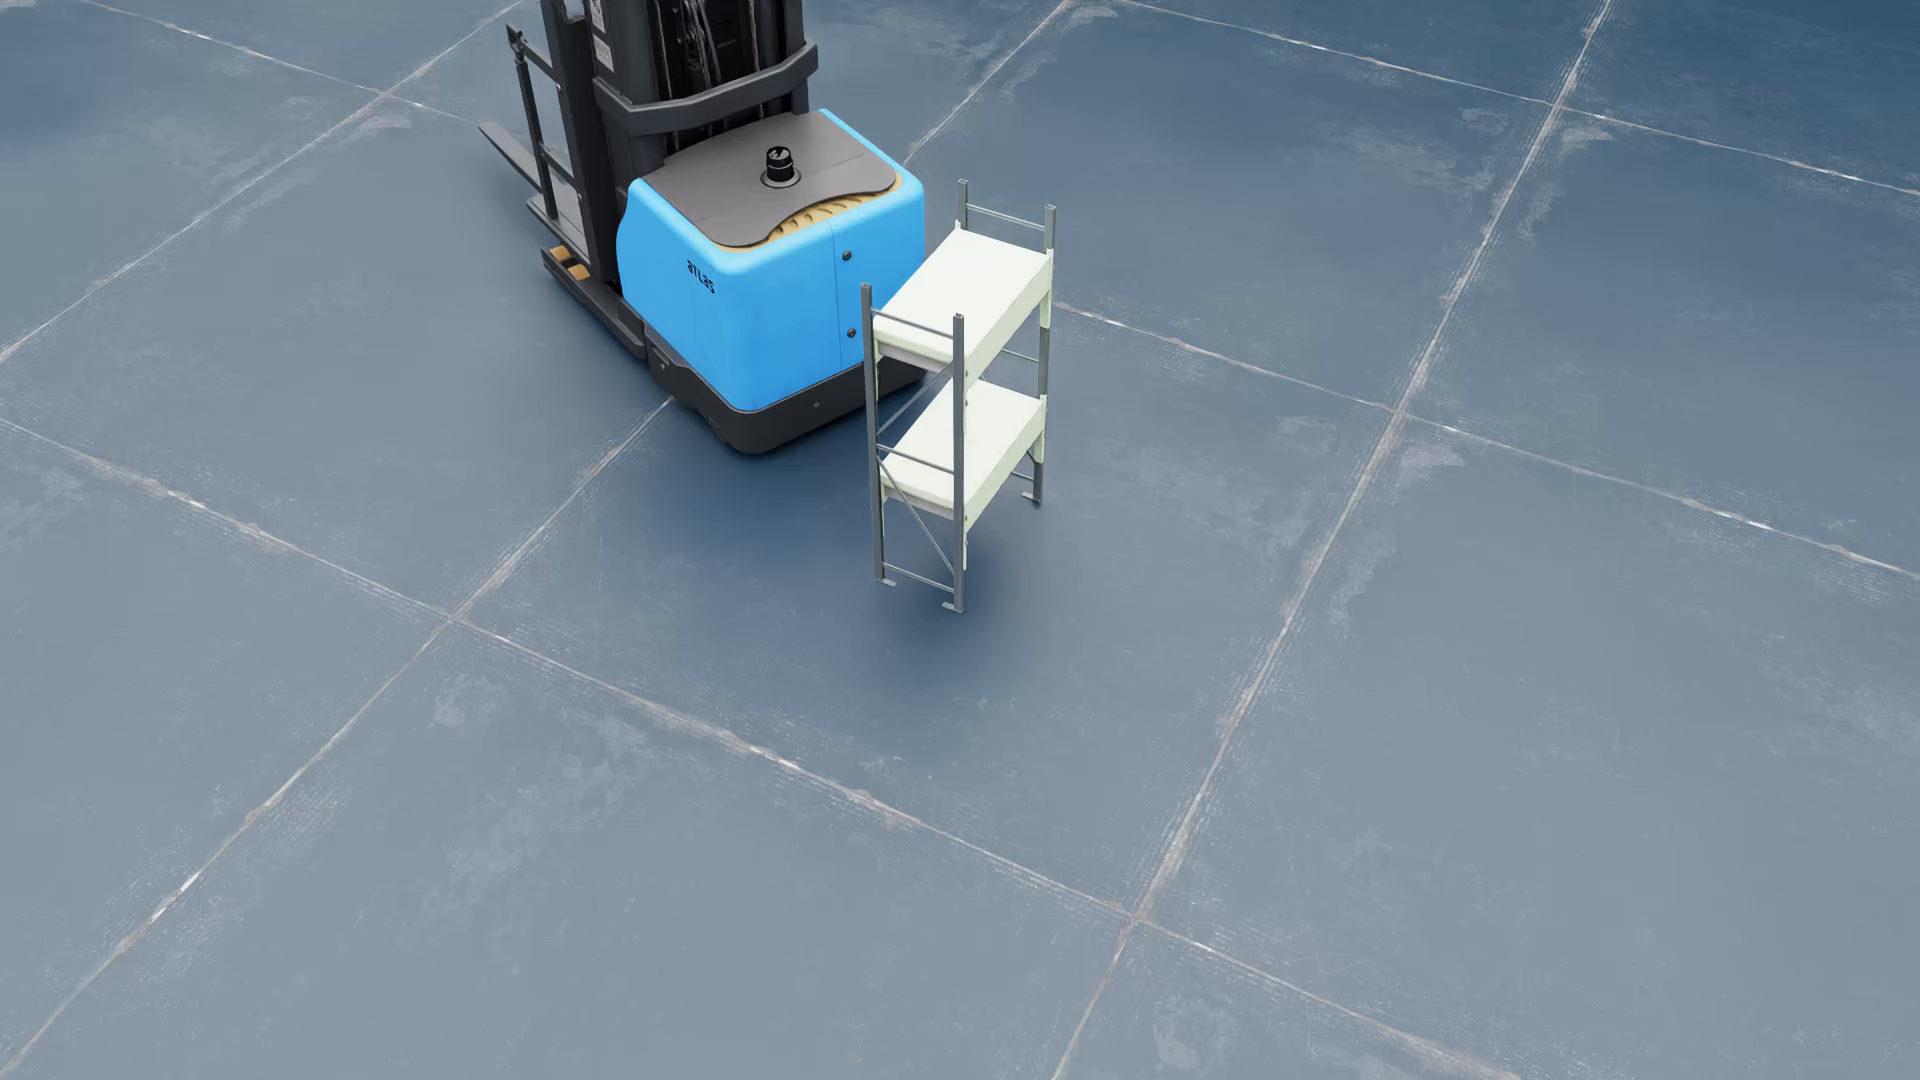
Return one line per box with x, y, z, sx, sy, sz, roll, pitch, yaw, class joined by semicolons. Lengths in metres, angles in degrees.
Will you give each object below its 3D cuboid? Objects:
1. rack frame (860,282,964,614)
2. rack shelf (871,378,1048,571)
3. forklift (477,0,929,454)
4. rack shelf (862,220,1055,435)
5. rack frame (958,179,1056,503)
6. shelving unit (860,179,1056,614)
-0.167;-0.301;6.273;0.400;1.500;0.023;20;49;19;rack frame
0.003;-0.302;6.732;0.431;0.370;0.720;20;49;19;rack shelf
-1.423;-2.410;7.351;1.130;2.935;3.031;-28;52;-25;forklift
0.003;-0.806;6.223;0.431;0.370;0.720;20;49;19;rack shelf
0.173;-0.762;6.729;0.400;1.500;0.023;20;49;19;rack frame
0.003;-0.531;6.501;0.431;1.500;0.755;20;49;19;shelving unit
